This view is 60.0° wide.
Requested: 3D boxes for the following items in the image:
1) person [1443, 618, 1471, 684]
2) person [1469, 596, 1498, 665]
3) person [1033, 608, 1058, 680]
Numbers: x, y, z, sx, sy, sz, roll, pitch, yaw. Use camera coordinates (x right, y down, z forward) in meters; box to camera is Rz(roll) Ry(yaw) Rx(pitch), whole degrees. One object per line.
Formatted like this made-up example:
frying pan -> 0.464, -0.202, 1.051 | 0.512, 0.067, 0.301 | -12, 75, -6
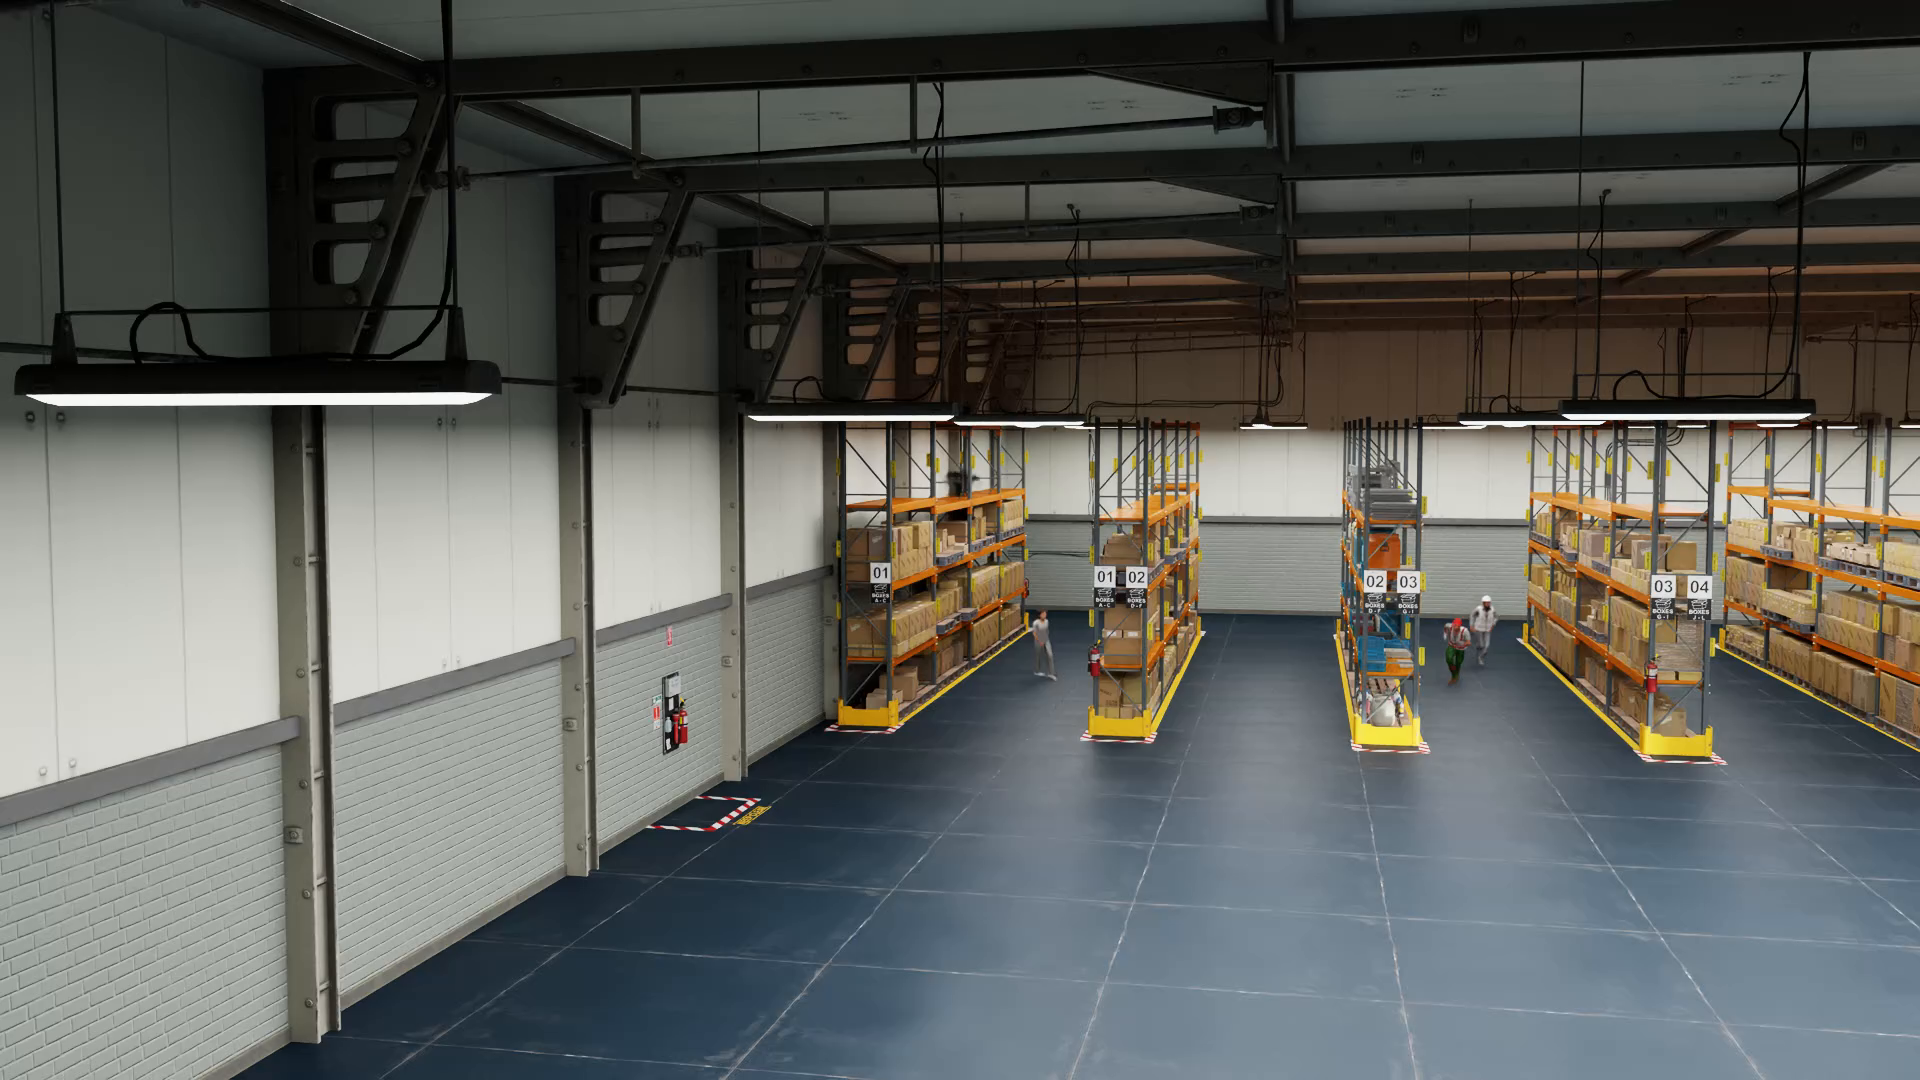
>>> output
person -> 11.347, 2.510, 37.956 | 0.667, 1.552, 1.148 | 2, 4, 23
person -> 12.923, 2.214, 41.040 | 0.638, 1.711, 0.682 | 0, 4, -5
person -> 1.922, 2.422, 38.671 | 0.555, 1.699, 0.813 | -1, 4, -15
